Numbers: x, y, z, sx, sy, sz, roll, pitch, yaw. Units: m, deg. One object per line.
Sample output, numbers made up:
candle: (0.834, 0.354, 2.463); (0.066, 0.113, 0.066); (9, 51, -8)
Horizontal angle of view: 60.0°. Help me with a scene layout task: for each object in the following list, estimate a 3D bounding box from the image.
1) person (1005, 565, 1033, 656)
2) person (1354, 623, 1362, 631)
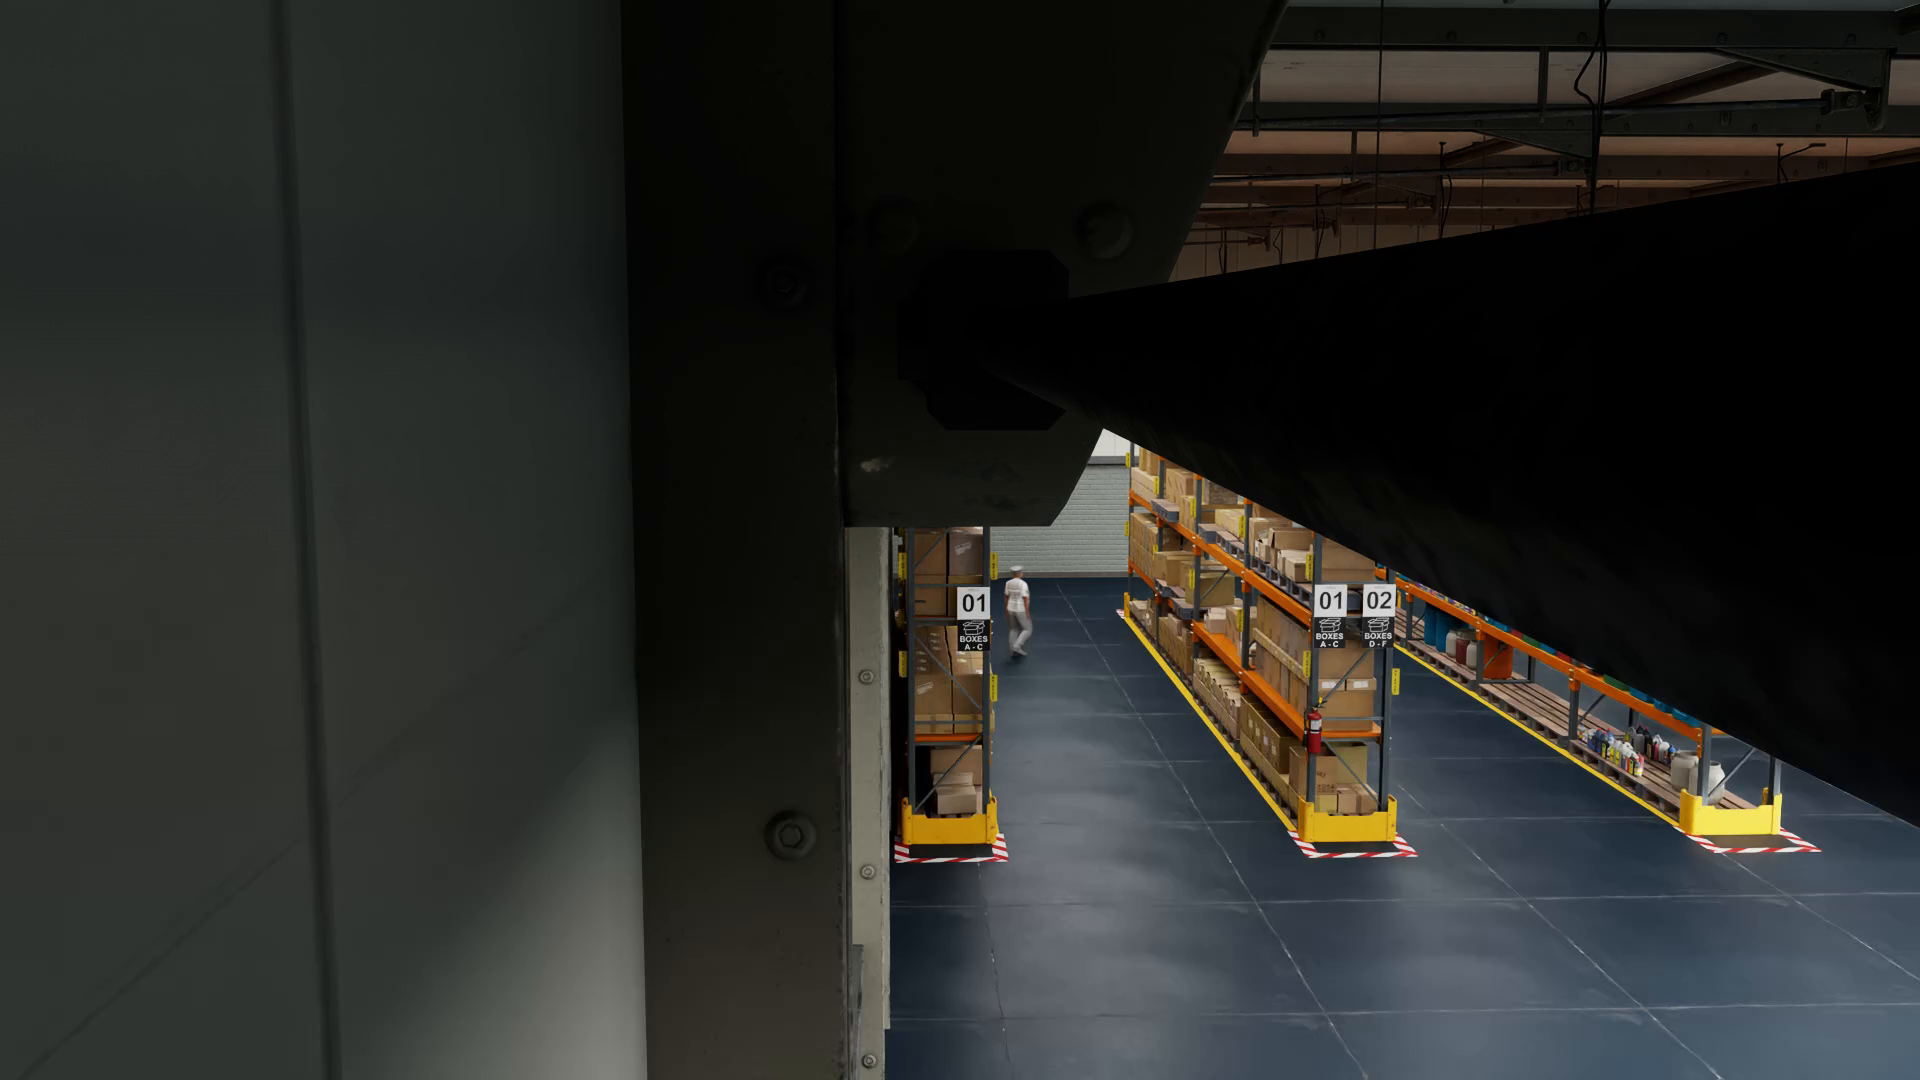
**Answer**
person: (1.090, 1.366, 31.911); (0.564, 1.769, 0.484); (7, 10, 43)
person: (7.919, 1.309, 33.054); (0.435, 1.533, 0.943); (4, 8, 30)
